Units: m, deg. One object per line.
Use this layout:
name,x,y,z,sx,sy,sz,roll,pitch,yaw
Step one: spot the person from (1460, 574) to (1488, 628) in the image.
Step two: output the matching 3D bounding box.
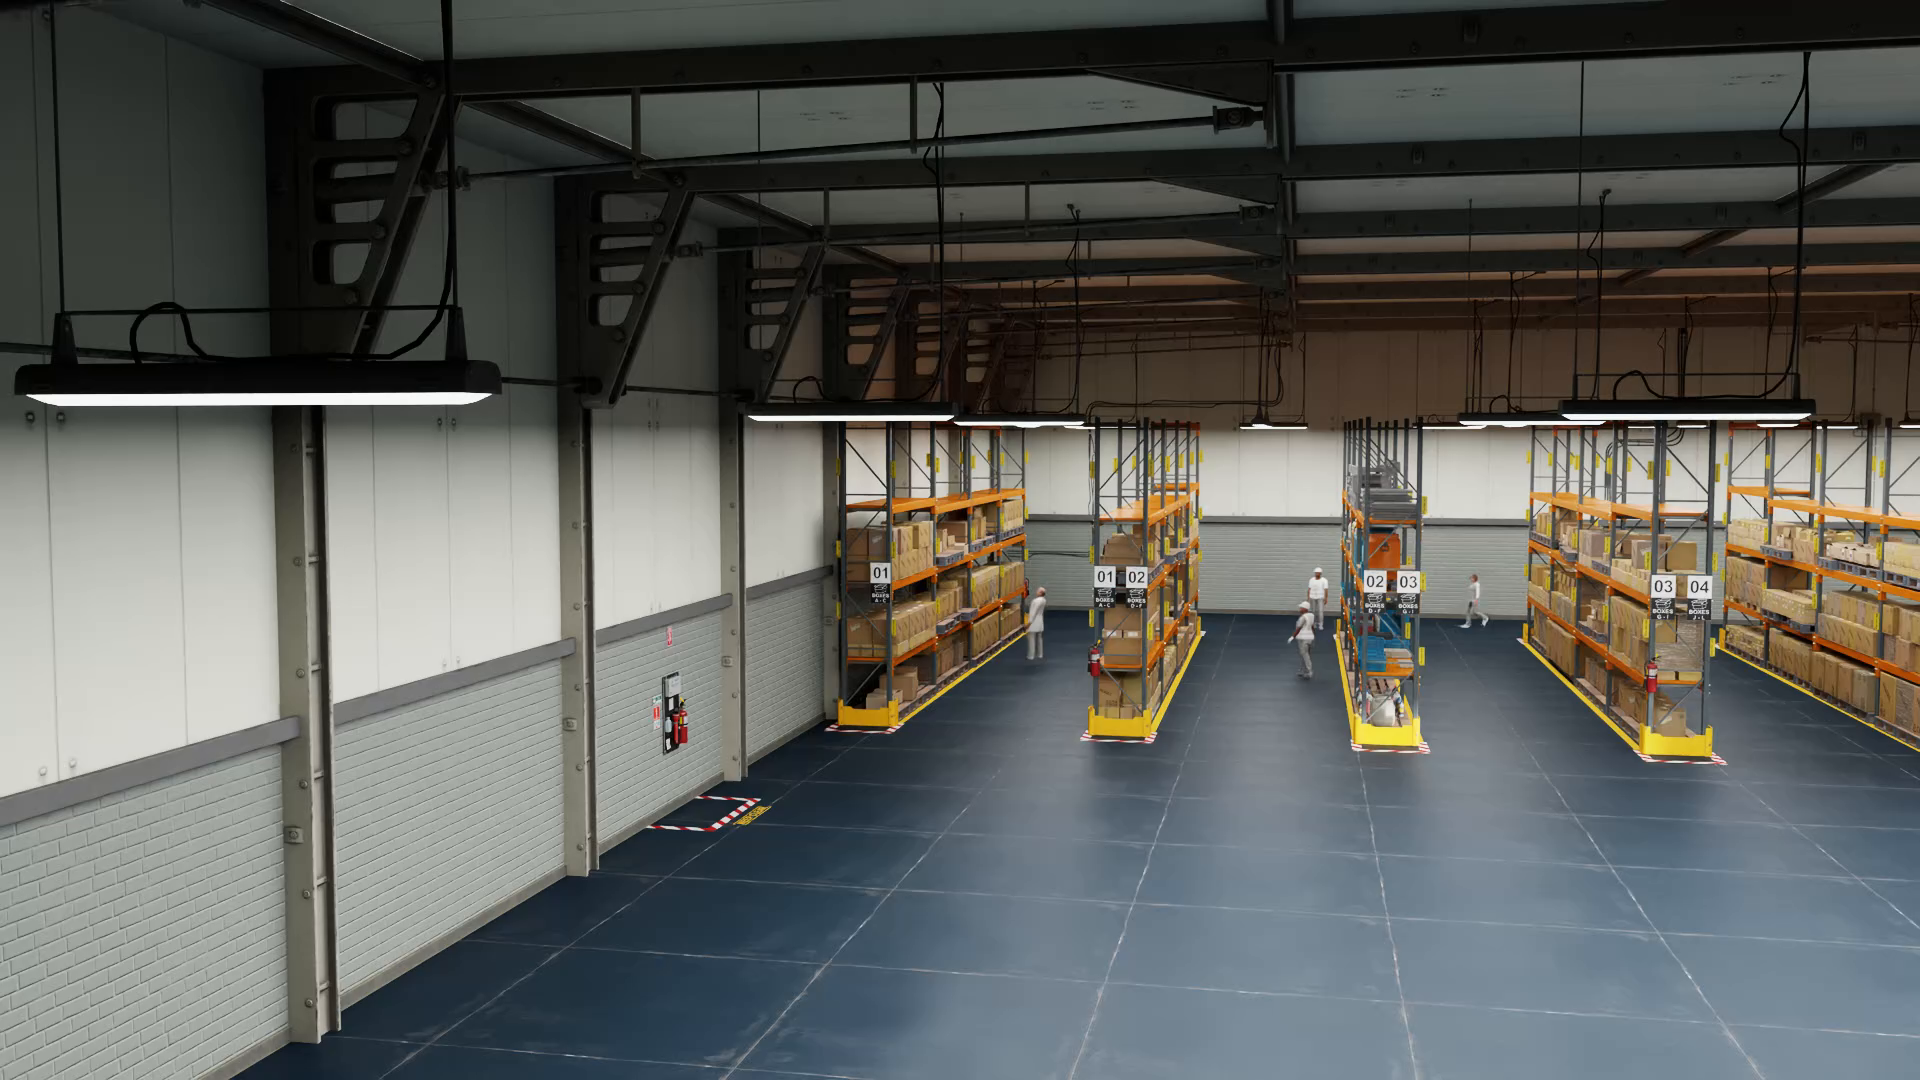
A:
person,15.033,1.779,48.581,0.762,1.576,0.435,-1,4,-18

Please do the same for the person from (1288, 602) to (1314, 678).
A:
person,7.971,2.322,38.752,0.689,1.789,0.797,-2,4,-34

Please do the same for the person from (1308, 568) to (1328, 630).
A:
person,10.430,1.704,48.481,0.585,1.778,0.544,1,4,11

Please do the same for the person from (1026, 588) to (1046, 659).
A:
person,1.848,2.045,40.804,0.488,1.769,0.614,3,5,37
